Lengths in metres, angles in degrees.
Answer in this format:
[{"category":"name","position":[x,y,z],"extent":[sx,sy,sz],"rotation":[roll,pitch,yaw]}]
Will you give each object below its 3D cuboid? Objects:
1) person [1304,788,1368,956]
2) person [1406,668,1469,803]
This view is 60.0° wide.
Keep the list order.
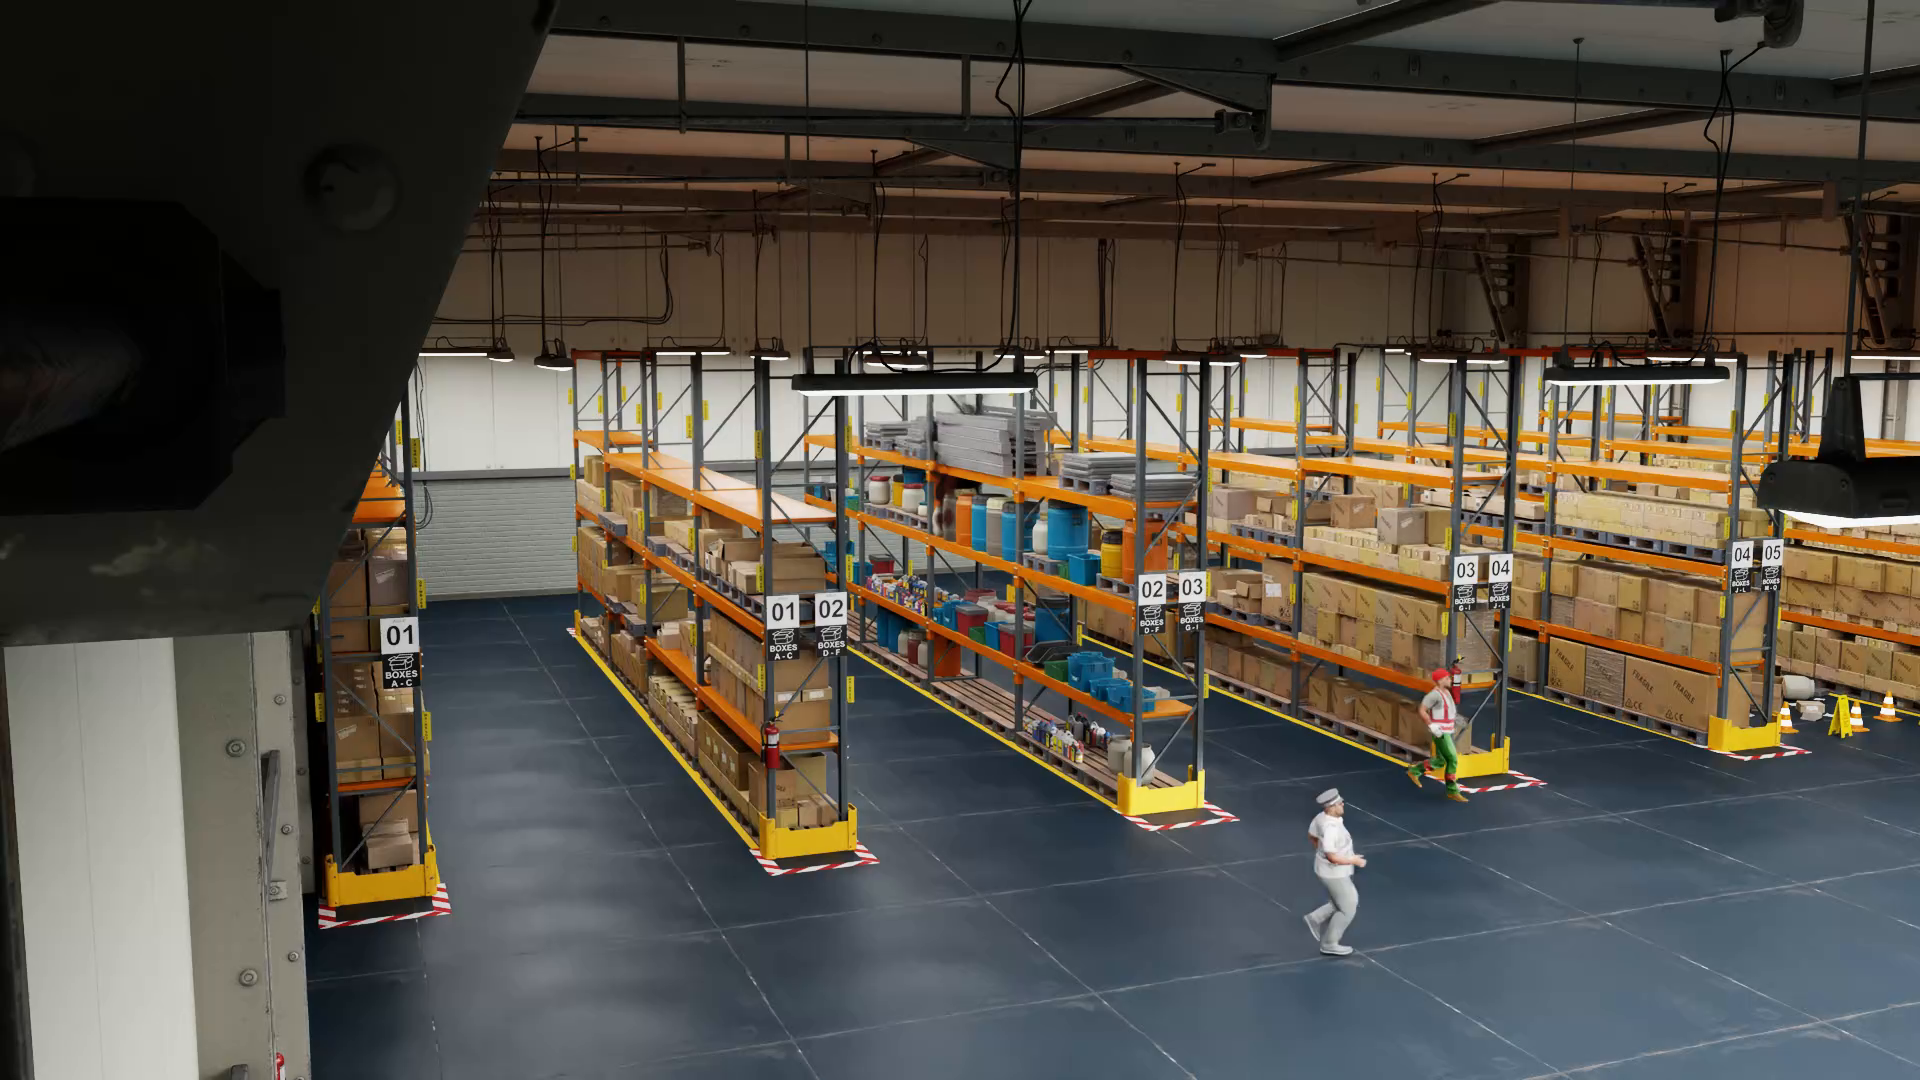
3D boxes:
[{"category":"person","position":[3.843,3.370,16.946],"extent":[0.568,1.731,0.622],"rotation":[0,7,1]},{"category":"person","position":[6.568,2.641,22.739],"extent":[0.883,1.785,0.676],"rotation":[5,8,32]}]
